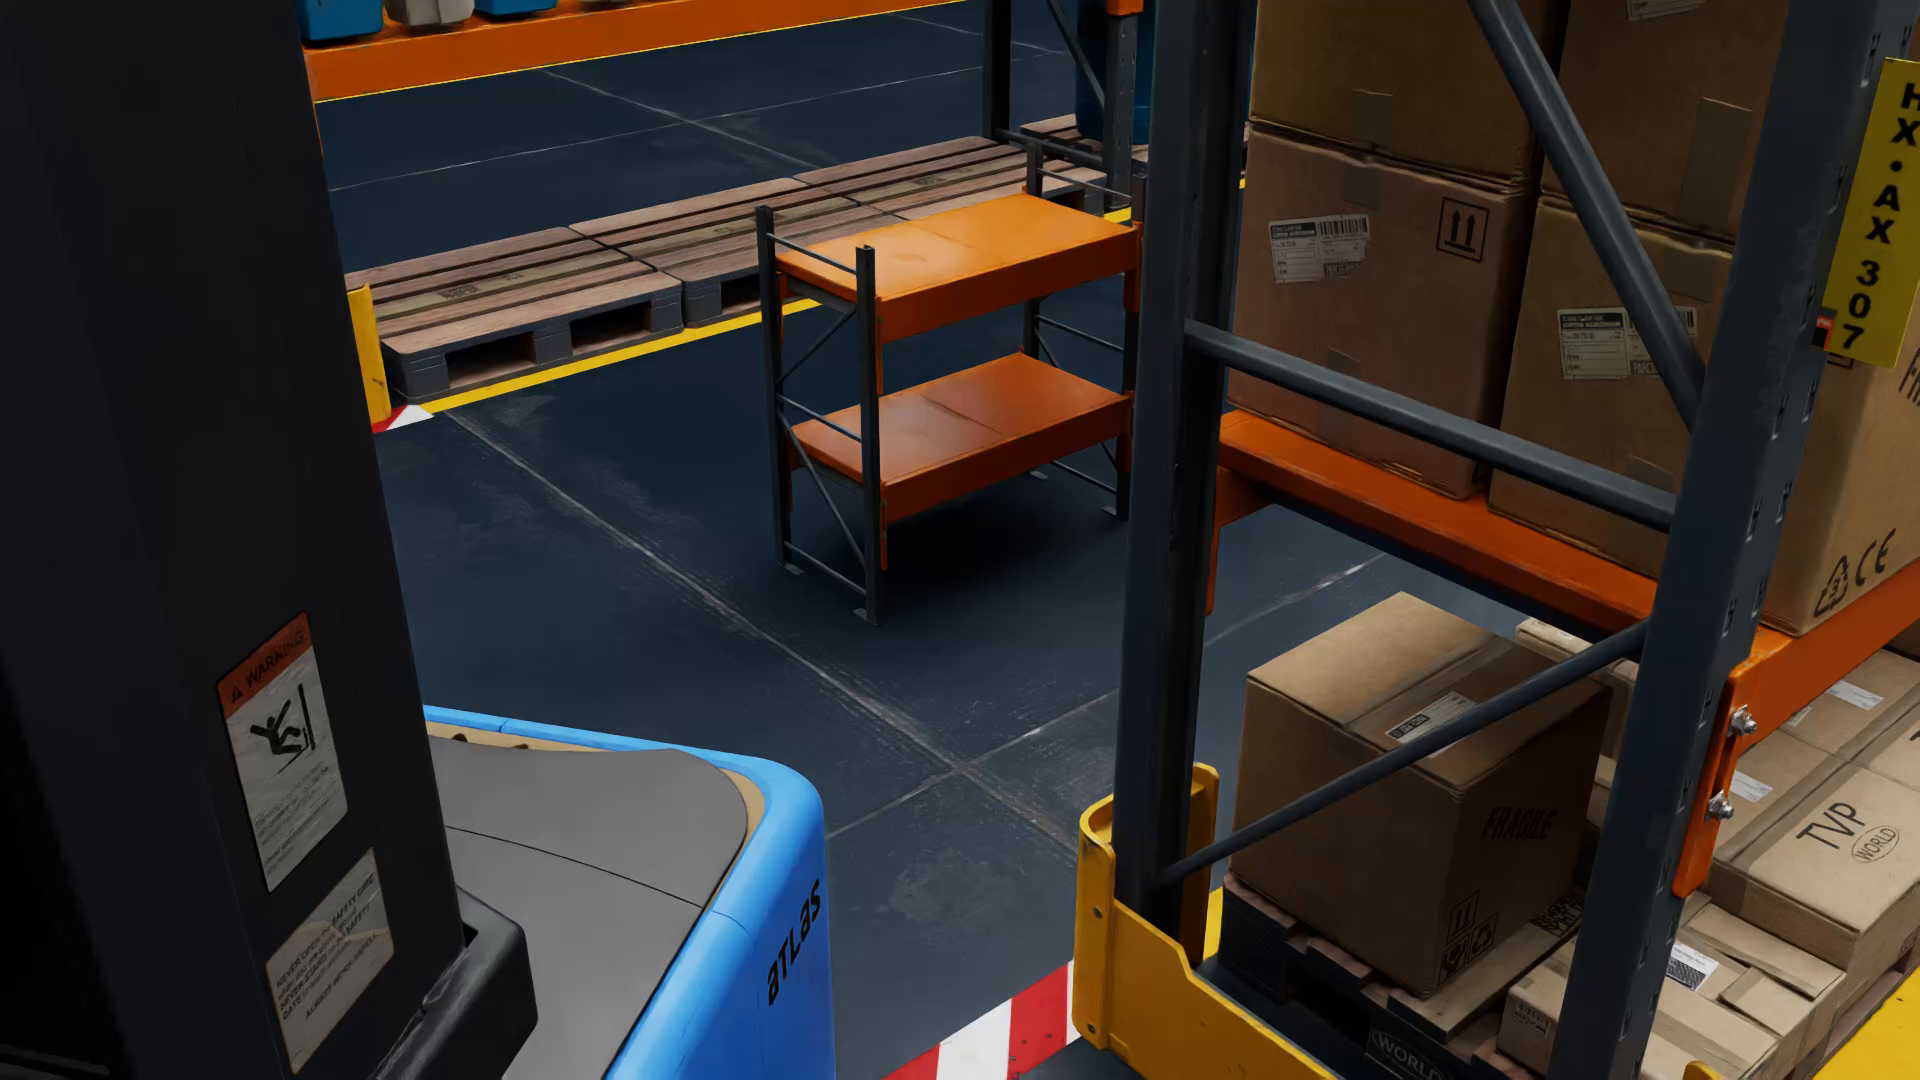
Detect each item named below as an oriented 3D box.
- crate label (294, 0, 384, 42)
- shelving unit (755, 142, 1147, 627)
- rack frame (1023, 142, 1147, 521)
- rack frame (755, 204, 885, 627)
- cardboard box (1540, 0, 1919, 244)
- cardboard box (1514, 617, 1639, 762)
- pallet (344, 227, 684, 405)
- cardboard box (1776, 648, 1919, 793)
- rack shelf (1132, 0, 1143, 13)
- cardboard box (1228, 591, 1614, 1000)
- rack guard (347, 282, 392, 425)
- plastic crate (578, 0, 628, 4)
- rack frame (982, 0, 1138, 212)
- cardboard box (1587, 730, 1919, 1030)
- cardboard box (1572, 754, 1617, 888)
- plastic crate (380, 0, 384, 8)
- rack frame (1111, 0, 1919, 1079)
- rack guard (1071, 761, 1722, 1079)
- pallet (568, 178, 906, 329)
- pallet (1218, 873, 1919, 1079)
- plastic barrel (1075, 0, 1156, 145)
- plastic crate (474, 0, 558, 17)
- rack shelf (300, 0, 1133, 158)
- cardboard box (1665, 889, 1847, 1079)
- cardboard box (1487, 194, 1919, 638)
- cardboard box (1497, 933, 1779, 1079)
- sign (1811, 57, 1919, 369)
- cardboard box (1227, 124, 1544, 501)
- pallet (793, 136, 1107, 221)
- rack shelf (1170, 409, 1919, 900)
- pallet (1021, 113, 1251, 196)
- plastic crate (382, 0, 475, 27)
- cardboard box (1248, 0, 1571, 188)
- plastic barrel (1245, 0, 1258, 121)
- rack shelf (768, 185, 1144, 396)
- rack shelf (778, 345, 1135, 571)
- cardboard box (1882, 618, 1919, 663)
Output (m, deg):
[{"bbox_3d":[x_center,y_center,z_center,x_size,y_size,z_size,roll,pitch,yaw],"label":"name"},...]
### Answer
[{"bbox_3d":[-2.156,-1.851,5.646,0.303,0.233,0.416,-22,35,-35],"label":"crate label"},{"bbox_3d":[-0.005,-0.494,4.981,1.048,1.125,0.538,-22,35,-35],"label":"shelving unit"},{"bbox_3d":[0.382,-0.650,5.272,0.032,1.125,0.500,-22,35,-35],"label":"rack frame"},{"bbox_3d":[-0.392,-0.339,4.690,0.032,1.125,0.500,-22,35,-35],"label":"rack frame"},{"bbox_3d":[1.163,-0.690,2.192,0.500,0.500,0.500,-21,34,-33],"label":"cardboard box"},{"bbox_3d":[1.650,0.320,3.919,0.500,0.250,0.500,-22,35,-35],"label":"cardboard box"},{"bbox_3d":[-1.905,-0.950,6.803,1.213,0.211,1.003,-22,35,-35],"label":"pallet"},{"bbox_3d":[2.013,0.484,3.612,0.500,0.250,0.500,-22,35,-35],"label":"cardboard box"},{"bbox_3d":[2.007,-3.459,9.304,4.000,0.370,1.077,-22,35,-35],"label":"rack shelf"},{"bbox_3d":[0.908,0.490,3.336,0.500,0.500,0.500,-22,35,-35],"label":"cardboard box"},{"bbox_3d":[-2.568,-0.827,6.267,0.348,0.500,1.175,-22,35,-35],"label":"rack guard"},{"bbox_3d":[-1.342,-2.085,6.185,0.298,0.136,0.250,-22,35,-35],"label":"plastic crate"},{"bbox_3d":[0.485,-3.165,7.990,0.127,3.000,1.000,-22,35,-35],"label":"rack frame"},{"bbox_3d":[1.632,0.637,3.326,0.500,0.250,0.500,-22,35,-35],"label":"cardboard box"},{"bbox_3d":[1.275,0.545,3.586,0.250,0.166,0.380,-22,35,-35],"label":"cardboard box"},{"bbox_3d":[-2.424,-2.153,5.994,0.499,0.435,0.616,-22,35,-35],"label":"plastic crate"},{"bbox_3d":[0.654,-0.164,2.374,0.127,3.000,1.000,-22,35,-35],"label":"rack frame"},{"bbox_3d":[0.712,0.915,3.007,0.348,0.500,1.175,-22,35,-35],"label":"rack guard"},{"bbox_3d":[-0.978,-1.321,7.498,1.213,0.211,1.003,-22,35,-35],"label":"pallet"},{"bbox_3d":[1.318,0.799,3.532,1.213,0.211,1.003,-22,35,-35],"label":"pallet"},{"bbox_3d":[0.910,-2.585,8.685,0.708,0.901,0.600,-22,35,-35],"label":"plastic barrel"},{"bbox_3d":[-1.655,-2.053,6.022,0.300,0.233,0.416,-22,35,-35],"label":"plastic crate"},{"bbox_3d":[-1.036,-2.236,7.014,4.000,0.370,1.077,-22,35,-35],"label":"rack shelf"},{"bbox_3d":[1.386,0.810,3.091,0.250,0.166,0.380,-22,35,-35],"label":"cardboard box"},{"bbox_3d":[1.163,-0.249,2.428,0.500,0.500,0.500,-21,35,-34],"label":"cardboard box"},{"bbox_3d":[1.196,0.895,2.952,0.250,0.149,0.380,-22,35,-35],"label":"cardboard box"},{"bbox_3d":[1.007,-0.351,1.806,0.005,0.325,0.100,-22,35,-35],"label":"sign"},{"bbox_3d":[0.818,-0.443,2.790,0.500,0.500,0.500,-21,34,-33],"label":"cardboard box"},{"bbox_3d":[-0.049,-1.696,8.200,1.213,0.211,1.003,-22,35,-35],"label":"pallet"},{"bbox_3d":[2.176,-0.458,3.689,4.000,0.370,1.077,-22,35,-35],"label":"rack shelf"},{"bbox_3d":[1.099,-2.156,9.061,1.213,0.211,1.003,-22,35,-35],"label":"pallet"},{"bbox_3d":[-1.859,-1.877,5.796,0.298,0.136,0.250,-22,35,-35],"label":"plastic crate"},{"bbox_3d":[0.814,-0.884,2.554,0.500,0.500,0.500,-22,35,-35],"label":"cardboard box"},{"bbox_3d":[1.449,-2.801,9.090,0.708,0.901,0.600,-22,35,-35],"label":"plastic barrel"},{"bbox_3d":[-0.005,-0.752,4.843,1.000,0.278,0.538,-22,35,-35],"label":"rack shelf"},{"bbox_3d":[-0.005,-0.278,5.096,1.000,0.278,0.538,-22,35,-35],"label":"rack shelf"},{"bbox_3d":[2.271,0.096,4.070,0.637,0.503,0.797,-22,35,-35],"label":"cardboard box"}]
